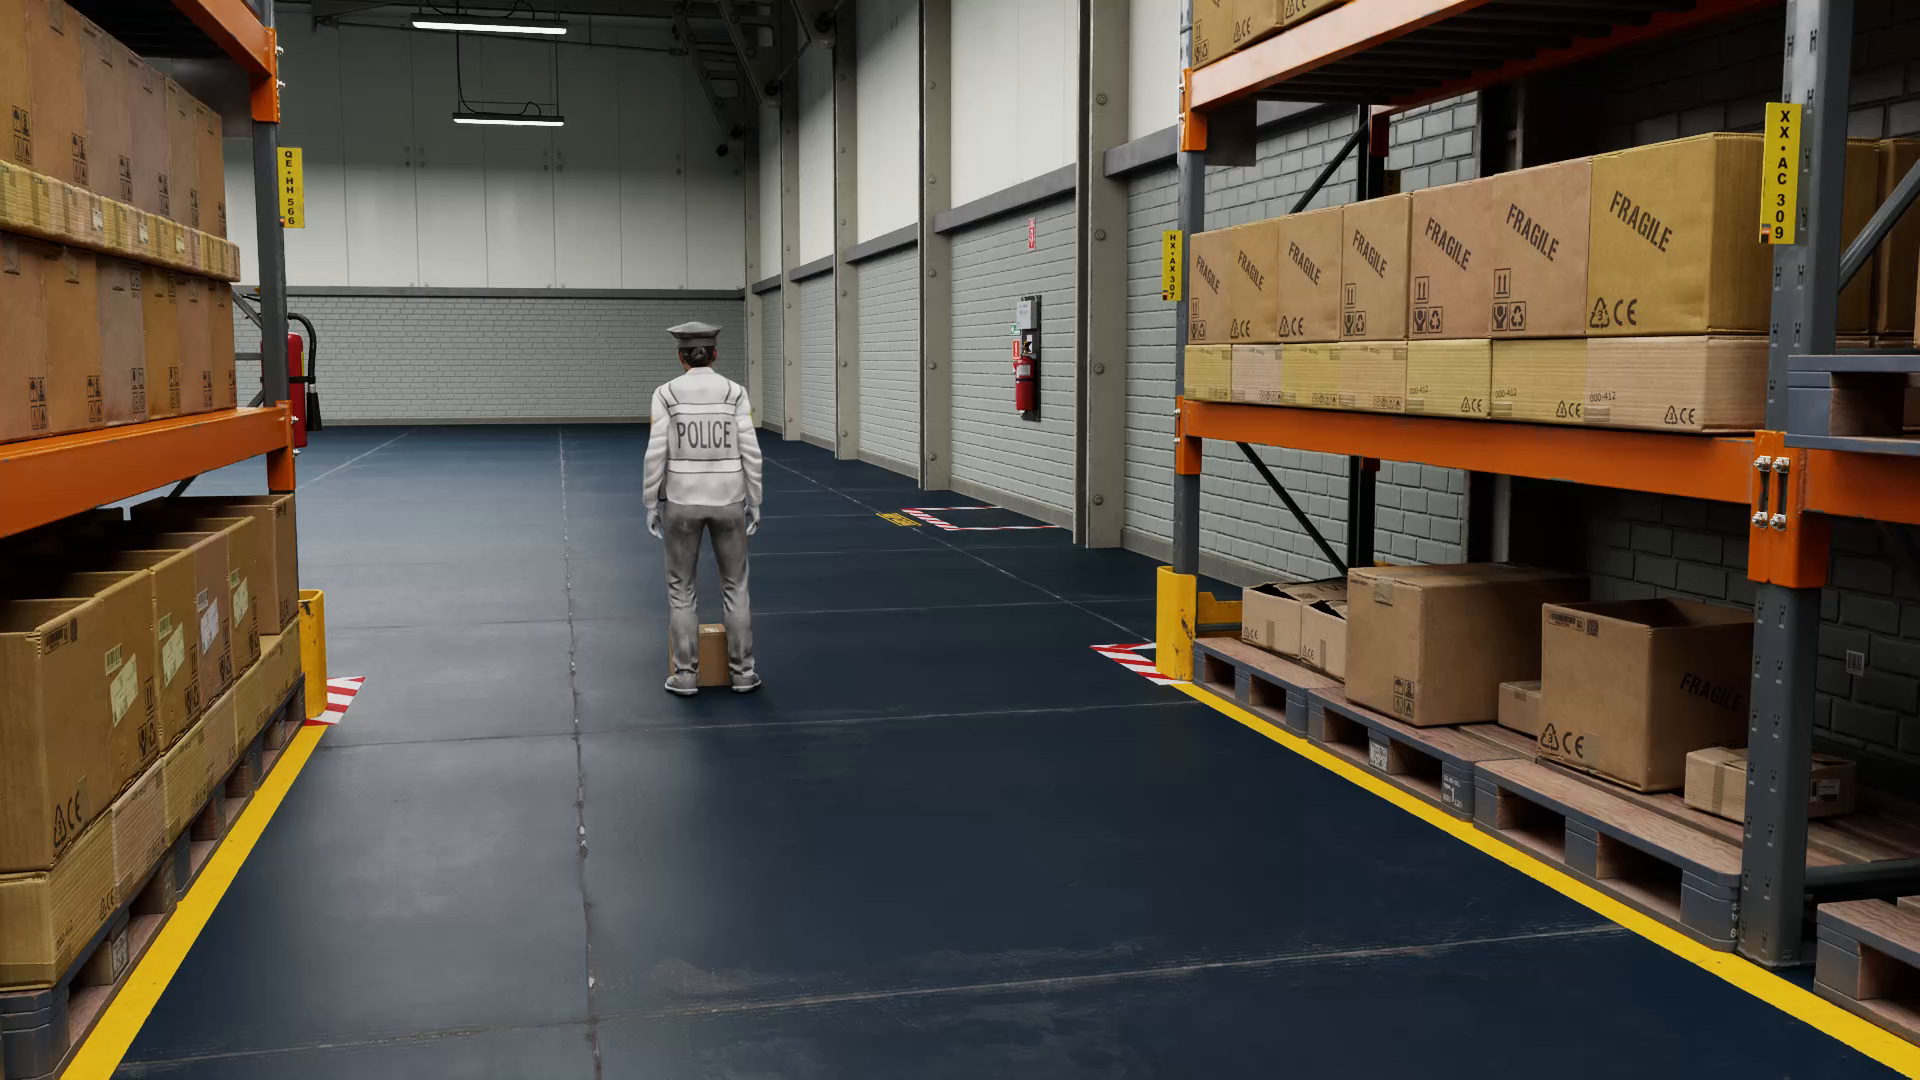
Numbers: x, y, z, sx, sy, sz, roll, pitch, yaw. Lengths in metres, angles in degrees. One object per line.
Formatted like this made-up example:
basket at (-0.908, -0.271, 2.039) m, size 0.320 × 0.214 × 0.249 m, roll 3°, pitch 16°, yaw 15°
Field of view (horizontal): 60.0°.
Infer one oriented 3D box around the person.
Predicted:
person at (-1.147, -0.140, 7.445) m, size 0.530 × 1.664 × 0.371 m, roll -1°, pitch 6°, yaw -13°
